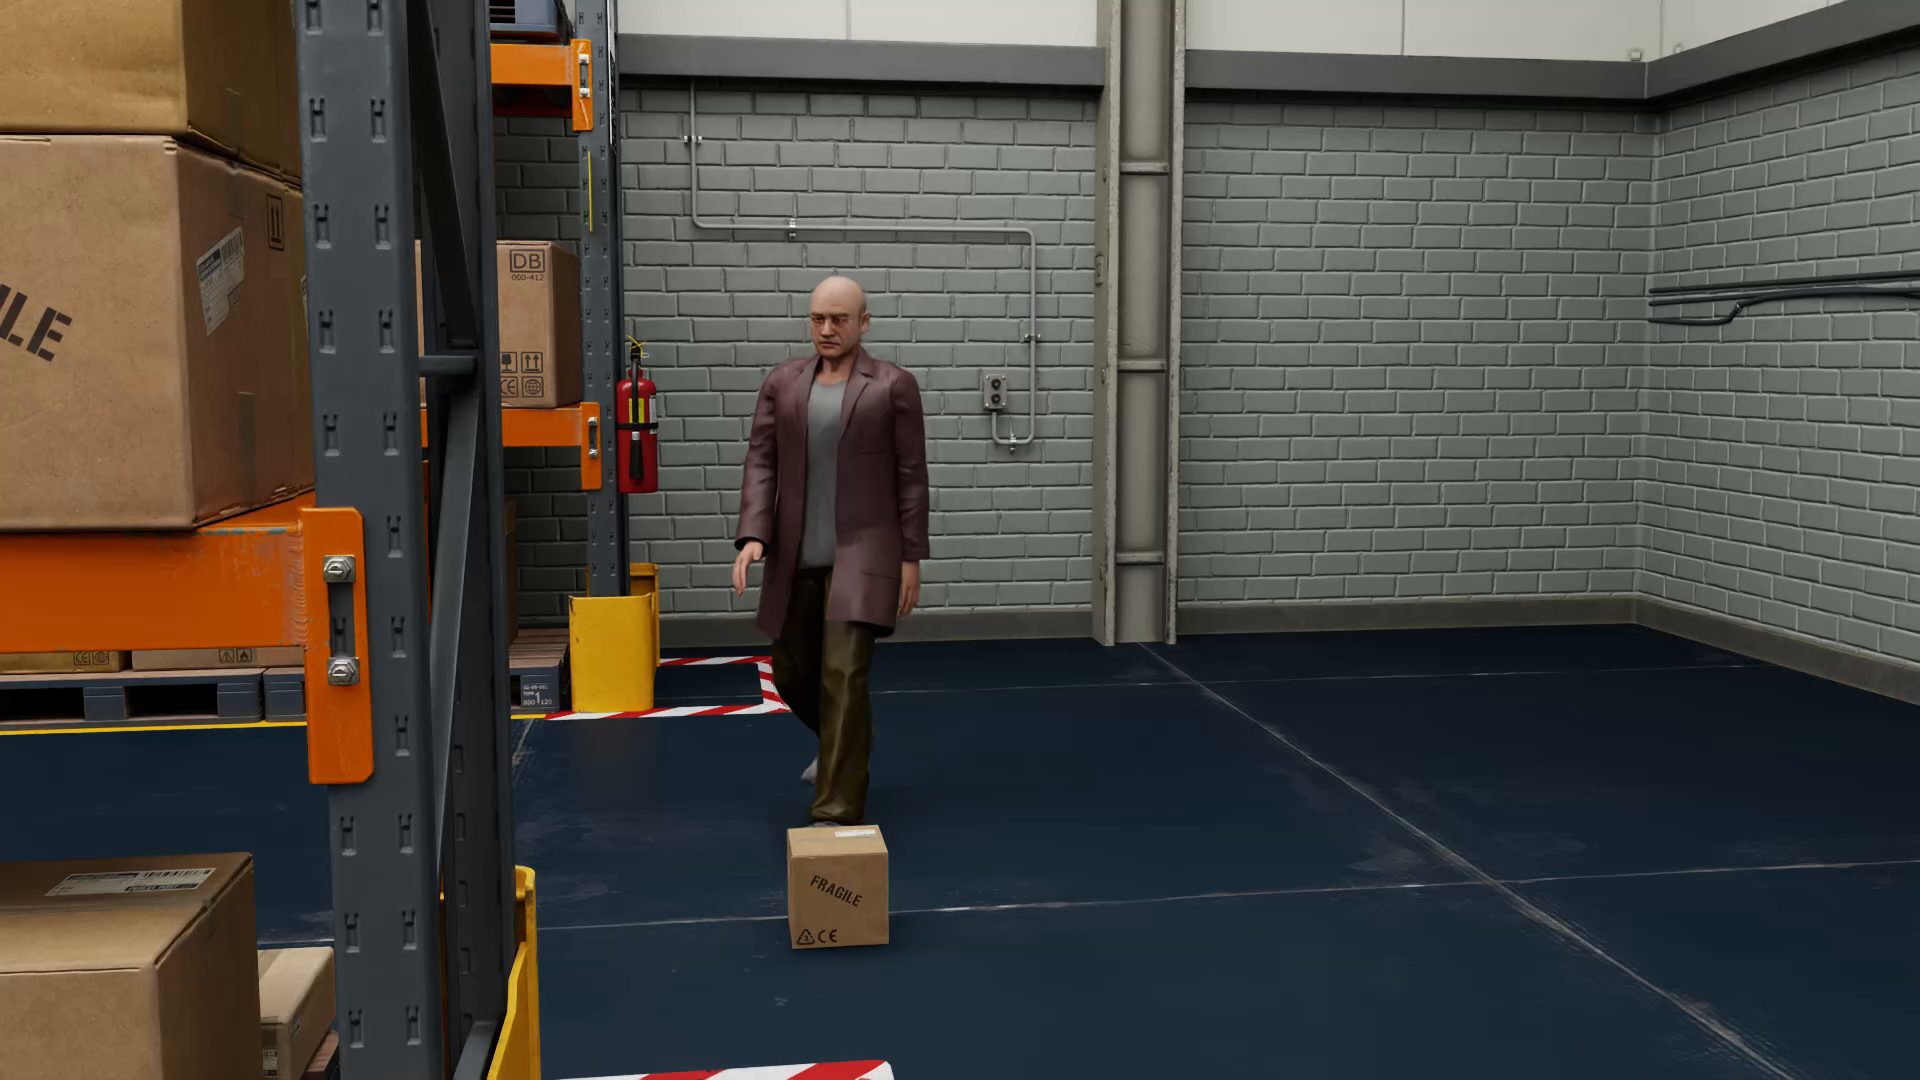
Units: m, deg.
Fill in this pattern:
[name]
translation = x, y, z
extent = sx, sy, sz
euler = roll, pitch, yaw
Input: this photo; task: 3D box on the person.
[person]
translation = -0.401, 0.052, 5.255
extent = 0.579, 1.752, 0.992
euler = 2, 7, 18
